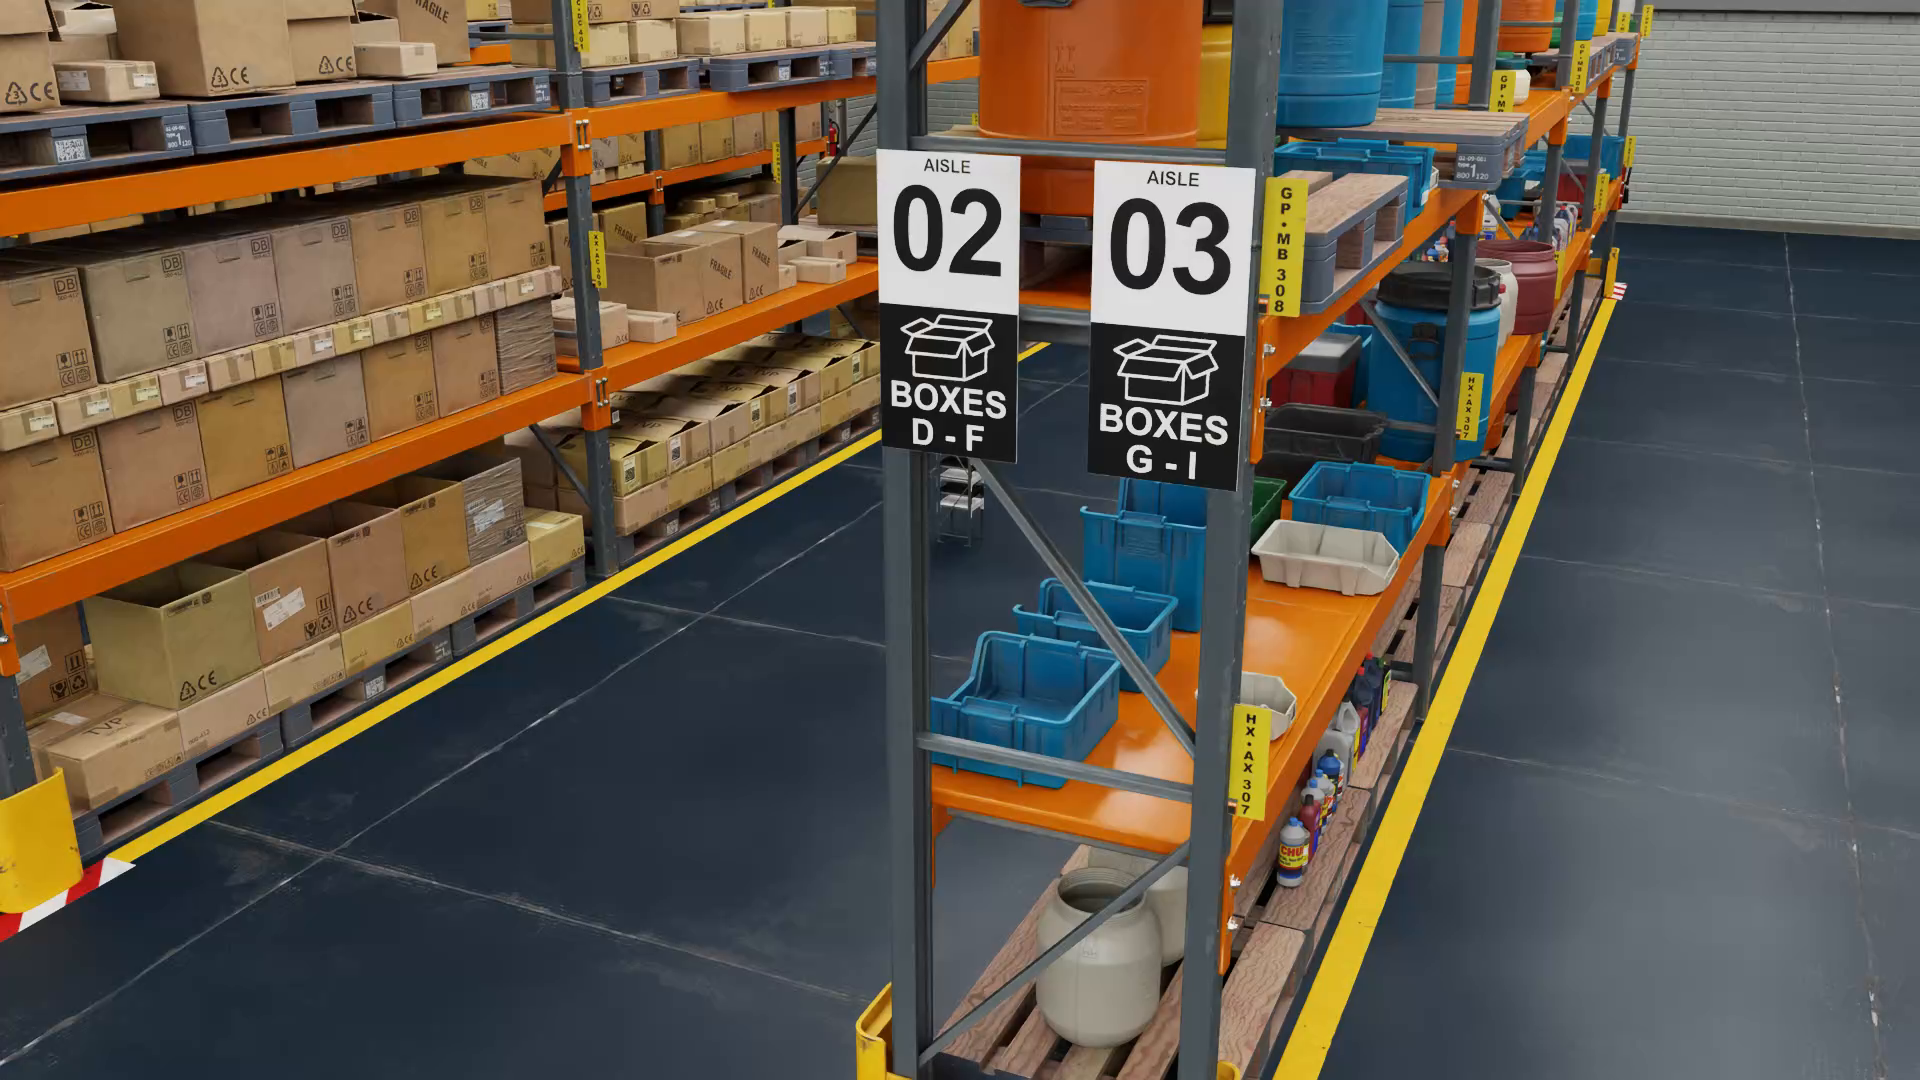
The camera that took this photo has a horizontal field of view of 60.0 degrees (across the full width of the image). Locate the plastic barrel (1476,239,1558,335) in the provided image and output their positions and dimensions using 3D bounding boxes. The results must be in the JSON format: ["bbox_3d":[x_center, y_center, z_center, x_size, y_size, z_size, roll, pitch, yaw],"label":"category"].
[{"bbox_3d":[3.631,-1.681,11.016,0.600,0.536,0.708,9,21,23],"label":"plastic barrel"}]

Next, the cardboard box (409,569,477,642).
[{"bbox_3d":[-3.007,0.317,9.077,0.500,0.250,0.500,9,21,23],"label":"cardboard box"}]

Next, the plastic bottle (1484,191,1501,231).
[{"bbox_3d":[4.726,-2.924,14.789,0.144,0.351,0.185,9,21,23],"label":"plastic bottle"}]

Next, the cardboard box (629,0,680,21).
[{"bbox_3d":[-2.110,-3.513,10.371,0.500,0.500,0.500,11,22,28],"label":"cardboard box"}]

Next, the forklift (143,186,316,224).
[{"bbox_3d":[-5.007,-1.782,11.606,1.130,2.935,3.031,-8,21,-22],"label":"forklift"}]

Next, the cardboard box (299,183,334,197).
[{"bbox_3d":[-5.881,-3.095,14.388,0.700,0.500,0.500,6,21,18],"label":"cardboard box"}]

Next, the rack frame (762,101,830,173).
[{"bbox_3d":[-2.218,-5.605,22.254,1.000,3.000,0.127,9,21,23],"label":"rack frame"}]

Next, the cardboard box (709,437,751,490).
[{"bbox_3d":[-1.800,-0.565,11.557,0.500,0.250,0.500,8,21,21],"label":"cardboard box"}]

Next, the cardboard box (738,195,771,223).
[{"bbox_3d":[-2.824,-4.091,21.099,0.700,0.500,0.500,8,21,21],"label":"cardboard box"}]

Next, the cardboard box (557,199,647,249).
[{"bbox_3d":[-4.004,-3.351,18.496,0.750,0.750,0.750,9,21,23],"label":"cardboard box"}]

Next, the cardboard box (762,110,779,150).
[{"bbox_3d":[-2.705,-5.365,21.131,0.980,0.700,0.700,8,21,22],"label":"cardboard box"}]

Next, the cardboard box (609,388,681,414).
[{"bbox_3d":[-2.293,-0.900,11.663,0.500,0.311,0.500,8,21,23],"label":"cardboard box"}]

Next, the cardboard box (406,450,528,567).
[{"bbox_3d":[-2.817,-0.191,9.387,0.500,0.500,0.500,9,21,23],"label":"cardboard box"}]

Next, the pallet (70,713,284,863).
[{"bbox_3d":[-3.974,1.039,7.733,1.003,0.211,1.213,9,21,23],"label":"pallet"}]

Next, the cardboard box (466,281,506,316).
[{"bbox_3d":[-2.735,-1.343,9.151,0.380,0.149,0.250,8,21,21],"label":"cardboard box"}]

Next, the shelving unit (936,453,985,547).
[{"bbox_3d":[0.003,-0.426,10.825,0.258,0.900,0.210,9,21,23],"label":"shelving unit"}]

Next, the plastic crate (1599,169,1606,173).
[{"bbox_3d":[6.652,-3.876,17.695,0.396,0.136,0.243,9,21,23],"label":"plastic crate"}]

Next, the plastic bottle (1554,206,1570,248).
[{"bbox_3d":[5.029,-2.618,13.926,0.144,0.351,0.185,9,21,23],"label":"plastic bottle"}]

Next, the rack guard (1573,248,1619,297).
[{"bbox_3d":[6.818,-3.077,18.876,1.175,0.500,0.348,9,21,23],"label":"rack guard"}]

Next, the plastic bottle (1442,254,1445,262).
[{"bbox_3d":[3.679,-2.141,12.809,0.097,0.201,0.097,0,20,0],"label":"plastic bottle"}]

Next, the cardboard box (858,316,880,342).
[{"bbox_3d":[-0.526,-1.611,14.095,0.500,0.500,0.500,10,22,25],"label":"cardboard box"}]

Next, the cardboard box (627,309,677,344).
[{"bbox_3d":[-2.062,-1.383,10.756,0.380,0.149,0.250,9,21,23],"label":"cardboard box"}]

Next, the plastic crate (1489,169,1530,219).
[{"bbox_3d":[5.062,-3.233,15.518,0.392,0.384,0.575,9,21,23],"label":"plastic crate"}]

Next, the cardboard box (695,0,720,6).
[{"bbox_3d":[-3.111,-6.299,19.175,0.500,0.250,0.500,8,21,22],"label":"cardboard box"}]

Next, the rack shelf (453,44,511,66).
[{"bbox_3d":[-4.675,-4.845,16.714,1.077,0.370,4.000,9,21,23],"label":"rack shelf"}]

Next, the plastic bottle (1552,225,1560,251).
[{"bbox_3d":[4.653,-2.337,13.138,0.144,0.351,0.185,9,21,23],"label":"plastic bottle"}]

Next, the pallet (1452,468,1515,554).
[{"bbox_3d":[3.192,-0.255,11.371,1.003,0.211,1.213,9,21,23],"label":"pallet"}]

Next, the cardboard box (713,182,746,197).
[{"bbox_3d":[-2.958,-4.460,21.168,0.380,0.149,0.250,9,21,23],"label":"cardboard box"}]

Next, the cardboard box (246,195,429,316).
[{"bbox_3d":[-3.198,-1.473,8.548,0.700,0.500,0.500,9,21,23],"label":"cardboard box"}]

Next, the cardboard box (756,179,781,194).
[{"bbox_3d":[-2.404,-4.561,21.452,0.380,0.149,0.250,9,22,24],"label":"cardboard box"}]

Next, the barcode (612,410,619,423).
[{"bbox_3d":[-2.127,-0.761,10.274,0.001,0.075,0.075,9,21,23],"label":"barcode"}]

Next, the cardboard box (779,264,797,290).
[{"bbox_3d":[-1.444,-1.965,12.393,0.380,0.149,0.250,10,22,27],"label":"cardboard box"}]

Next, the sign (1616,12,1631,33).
[{"bbox_3d":[5.683,-4.365,14.275,0.100,0.325,0.005,9,21,23],"label":"sign"}]

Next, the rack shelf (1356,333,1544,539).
[{"bbox_3d":[2.725,-0.850,9.956,1.077,0.370,4.000,9,21,23],"label":"rack shelf"}]

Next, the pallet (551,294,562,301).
[{"bbox_3d":[-4.601,-2.448,17.538,1.003,0.211,1.213,9,21,23],"label":"pallet"}]

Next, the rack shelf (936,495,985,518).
[{"bbox_3d":[0.003,-0.225,10.896,0.258,0.077,0.200,9,21,23],"label":"rack shelf"}]

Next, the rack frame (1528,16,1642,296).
[{"bbox_3d":[6.820,-4.246,18.431,1.000,3.000,0.127,9,21,23],"label":"rack frame"}]

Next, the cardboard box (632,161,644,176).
[{"bbox_3d":[-3.736,-4.131,18.454,0.380,0.149,0.250,9,21,23],"label":"cardboard box"}]

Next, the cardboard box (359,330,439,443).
[{"bbox_3d":[-3.206,-0.854,8.744,0.700,0.500,0.500,9,21,24],"label":"cardboard box"}]

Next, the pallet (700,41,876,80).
[{"bbox_3d":[-1.169,-3.586,12.380,1.213,0.211,1.003,10,22,25],"label":"pallet"}]

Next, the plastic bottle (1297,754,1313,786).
[{"bbox_3d":[1.527,0.923,7.293,0.061,0.283,0.133,9,21,23],"label":"plastic bottle"}]

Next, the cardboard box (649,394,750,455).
[{"bbox_3d":[-1.794,-0.828,11.460,0.500,0.311,0.500,8,21,21],"label":"cardboard box"}]

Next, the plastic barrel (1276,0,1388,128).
[{"bbox_3d":[1.401,-2.135,6.645,0.600,0.901,0.708,9,21,23],"label":"plastic barrel"}]

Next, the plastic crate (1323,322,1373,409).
[{"bbox_3d":[2.074,-0.950,9.187,0.392,0.384,0.575,9,21,23],"label":"plastic crate"}]

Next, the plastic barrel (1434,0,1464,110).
[{"bbox_3d":[2.452,-2.812,9.175,0.600,0.901,0.708,9,21,23],"label":"plastic barrel"}]

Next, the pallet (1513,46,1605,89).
[{"bbox_3d":[3.947,-3.345,11.703,1.003,0.211,1.213,9,21,23],"label":"pallet"}]

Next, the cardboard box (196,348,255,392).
[{"bbox_3d":[-3.471,-0.795,7.609,0.380,0.149,0.250,8,21,21],"label":"cardboard box"}]

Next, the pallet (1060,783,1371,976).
[{"bbox_3d":[1.095,1.310,6.970,1.003,0.211,1.213,9,21,23],"label":"pallet"}]

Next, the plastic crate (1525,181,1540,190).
[{"bbox_3d":[5.621,-3.501,16.640,0.293,0.136,0.466,9,21,23],"label":"plastic crate"}]

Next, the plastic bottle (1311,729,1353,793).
[{"bbox_3d":[1.625,0.941,7.253,0.152,0.276,0.135,9,21,24],"label":"plastic bottle"}]

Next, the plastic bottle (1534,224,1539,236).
[{"bbox_3d":[4.688,-2.431,13.521,0.097,0.271,0.097,0,20,0],"label":"plastic bottle"}]

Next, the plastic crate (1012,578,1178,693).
[{"bbox_3d":[0.472,0.323,5.805,0.499,0.251,0.408,9,21,23],"label":"plastic crate"}]

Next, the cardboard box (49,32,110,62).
[{"bbox_3d":[-4.018,-2.030,7.113,0.500,0.250,0.500,9,21,23],"label":"cardboard box"}]

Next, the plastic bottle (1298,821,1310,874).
[{"bbox_3d":[1.338,1.213,6.600,0.097,0.201,0.097,0,20,0],"label":"plastic bottle"}]

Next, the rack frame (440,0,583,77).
[{"bbox_3d":[-2.611,-4.085,9.025,1.000,3.000,0.127,9,21,23],"label":"rack frame"}]

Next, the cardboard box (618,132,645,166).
[{"bbox_3d":[-3.815,-4.403,18.251,0.500,0.500,0.500,8,21,22],"label":"cardboard box"}]

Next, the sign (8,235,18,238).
[{"bbox_3d":[-6.634,-2.273,11.591,0.100,0.325,0.005,9,21,23],"label":"sign"}]
